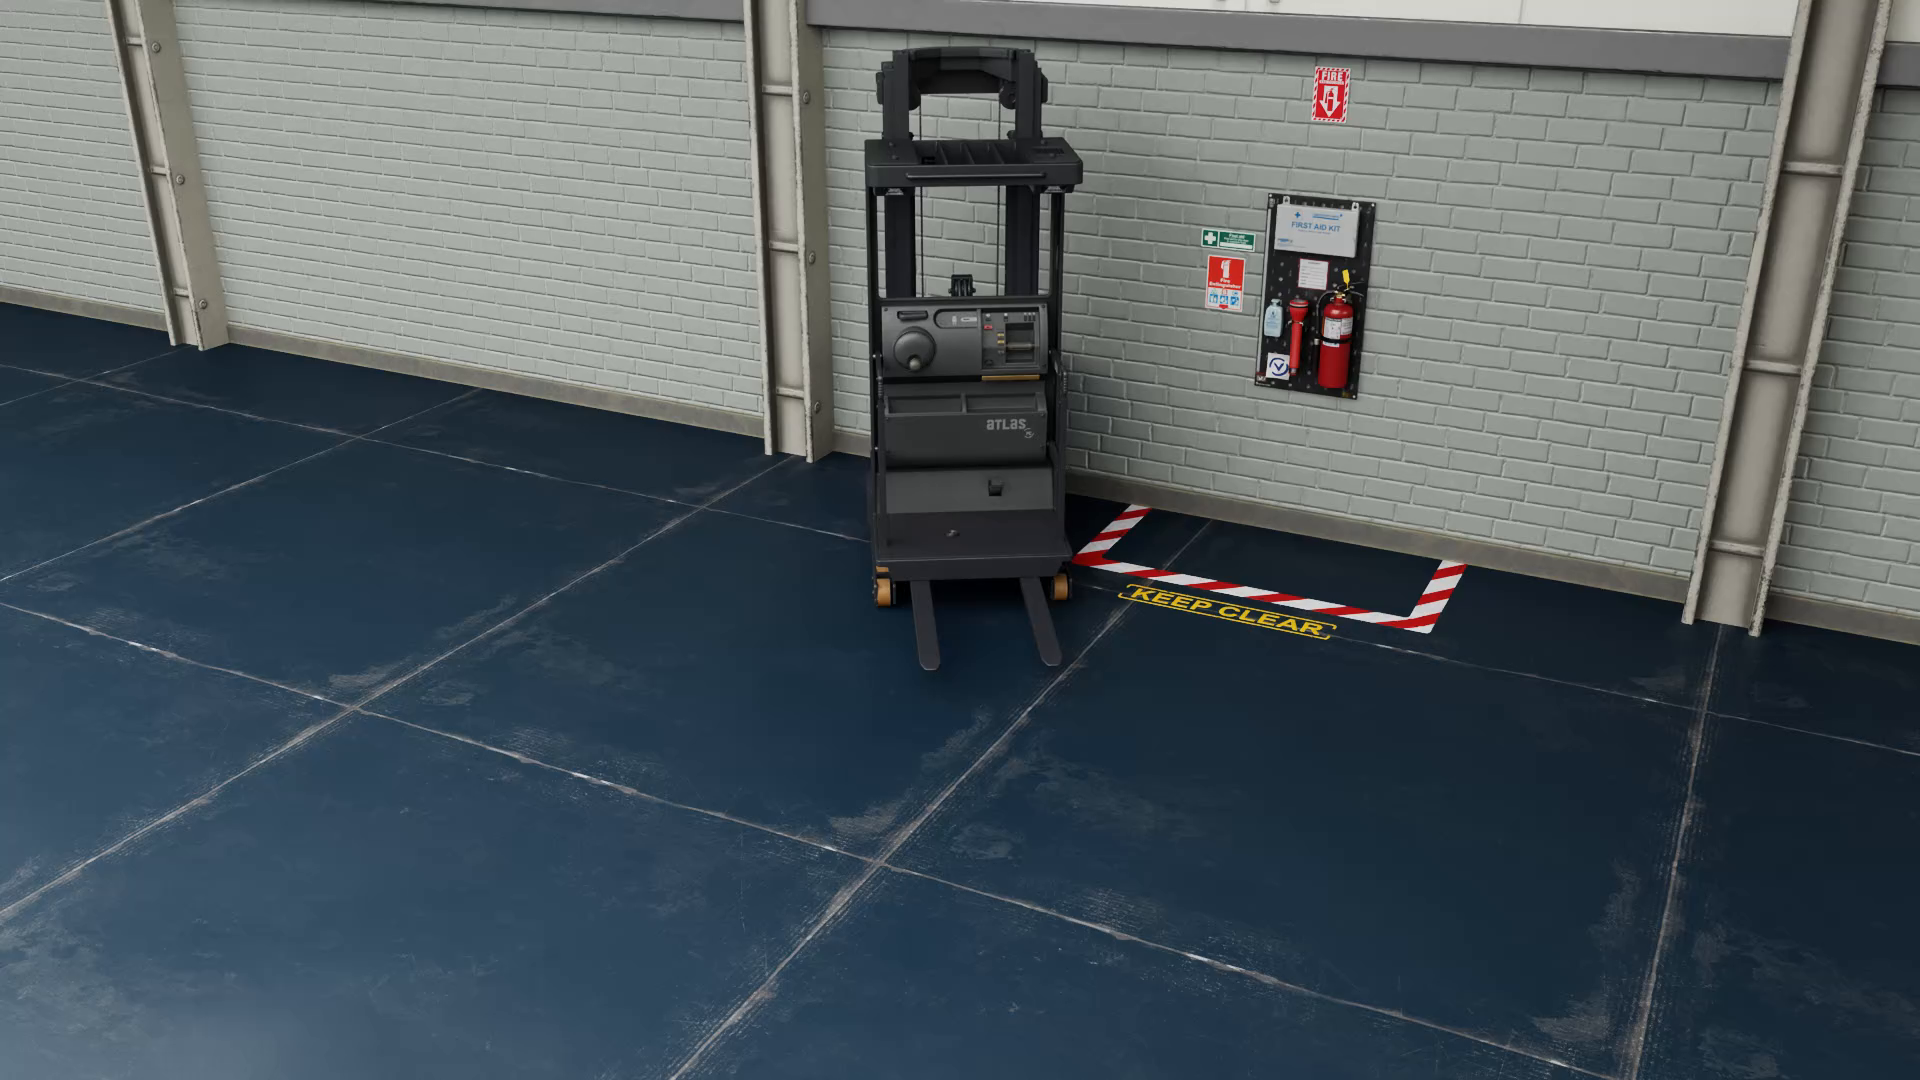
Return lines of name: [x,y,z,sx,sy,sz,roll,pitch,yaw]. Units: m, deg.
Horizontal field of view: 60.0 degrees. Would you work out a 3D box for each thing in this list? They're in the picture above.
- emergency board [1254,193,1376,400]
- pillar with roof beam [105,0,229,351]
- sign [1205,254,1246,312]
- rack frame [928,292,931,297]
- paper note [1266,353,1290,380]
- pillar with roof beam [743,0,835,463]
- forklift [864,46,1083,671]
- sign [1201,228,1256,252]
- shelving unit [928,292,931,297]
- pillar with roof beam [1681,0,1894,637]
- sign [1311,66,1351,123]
emergency board: [2.041,-1.394,9.694,0.643,1.169,0.194,11,25,25]
pillar with roof beam: [-8.422,-4.320,8.910,0.400,9.000,9.100,11,25,25]
sign: [1.594,-1.544,10.002,0.234,0.329,0.001,11,25,25]
rack frame: [-0.261,-1.037,11.069,0.015,1.200,0.240,12,24,24]
paper note: [1.914,-1.044,9.997,0.142,0.148,0.016,11,25,25]
pillar with roof beam: [-3.068,-3.261,6.419,0.400,9.000,9.100,11,25,25]
forklift: [0.047,-1.106,9.105,1.130,2.935,3.031,-2,23,-4]
sign: [1.594,-1.784,9.889,0.331,0.109,0.001,11,25,25]
shelving unit: [-0.043,-0.992,10.968,0.503,1.200,0.258,12,24,24]
pillar with roof beam: [2.287,-2.201,3.927,0.400,9.000,9.100,11,25,25]
sign: [2.079,-2.497,9.326,0.199,0.298,0.001,11,25,25]
